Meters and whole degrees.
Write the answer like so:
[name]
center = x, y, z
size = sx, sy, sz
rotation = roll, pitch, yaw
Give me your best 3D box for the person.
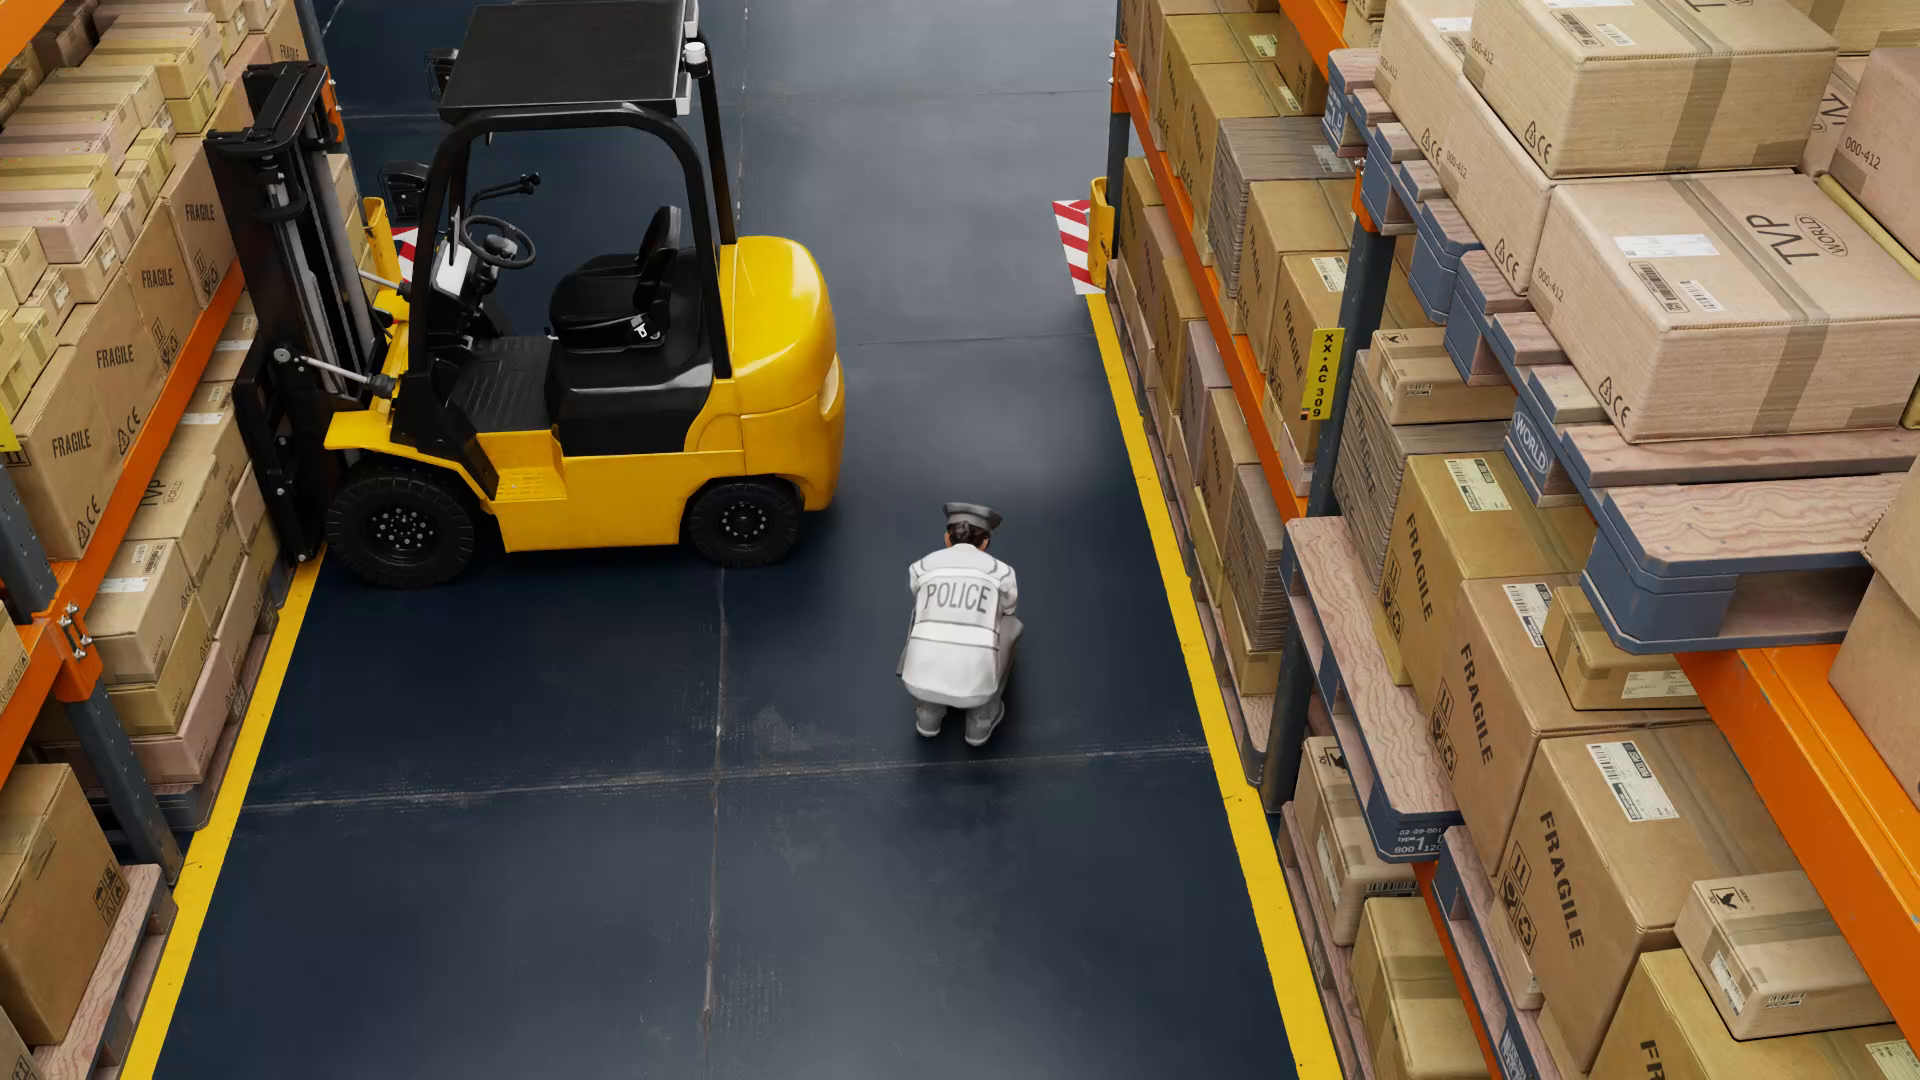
[person]
center = 0.008, 0.363, 6.471
size = 0.459, 0.802, 0.901
rotation = 8, 40, 10
